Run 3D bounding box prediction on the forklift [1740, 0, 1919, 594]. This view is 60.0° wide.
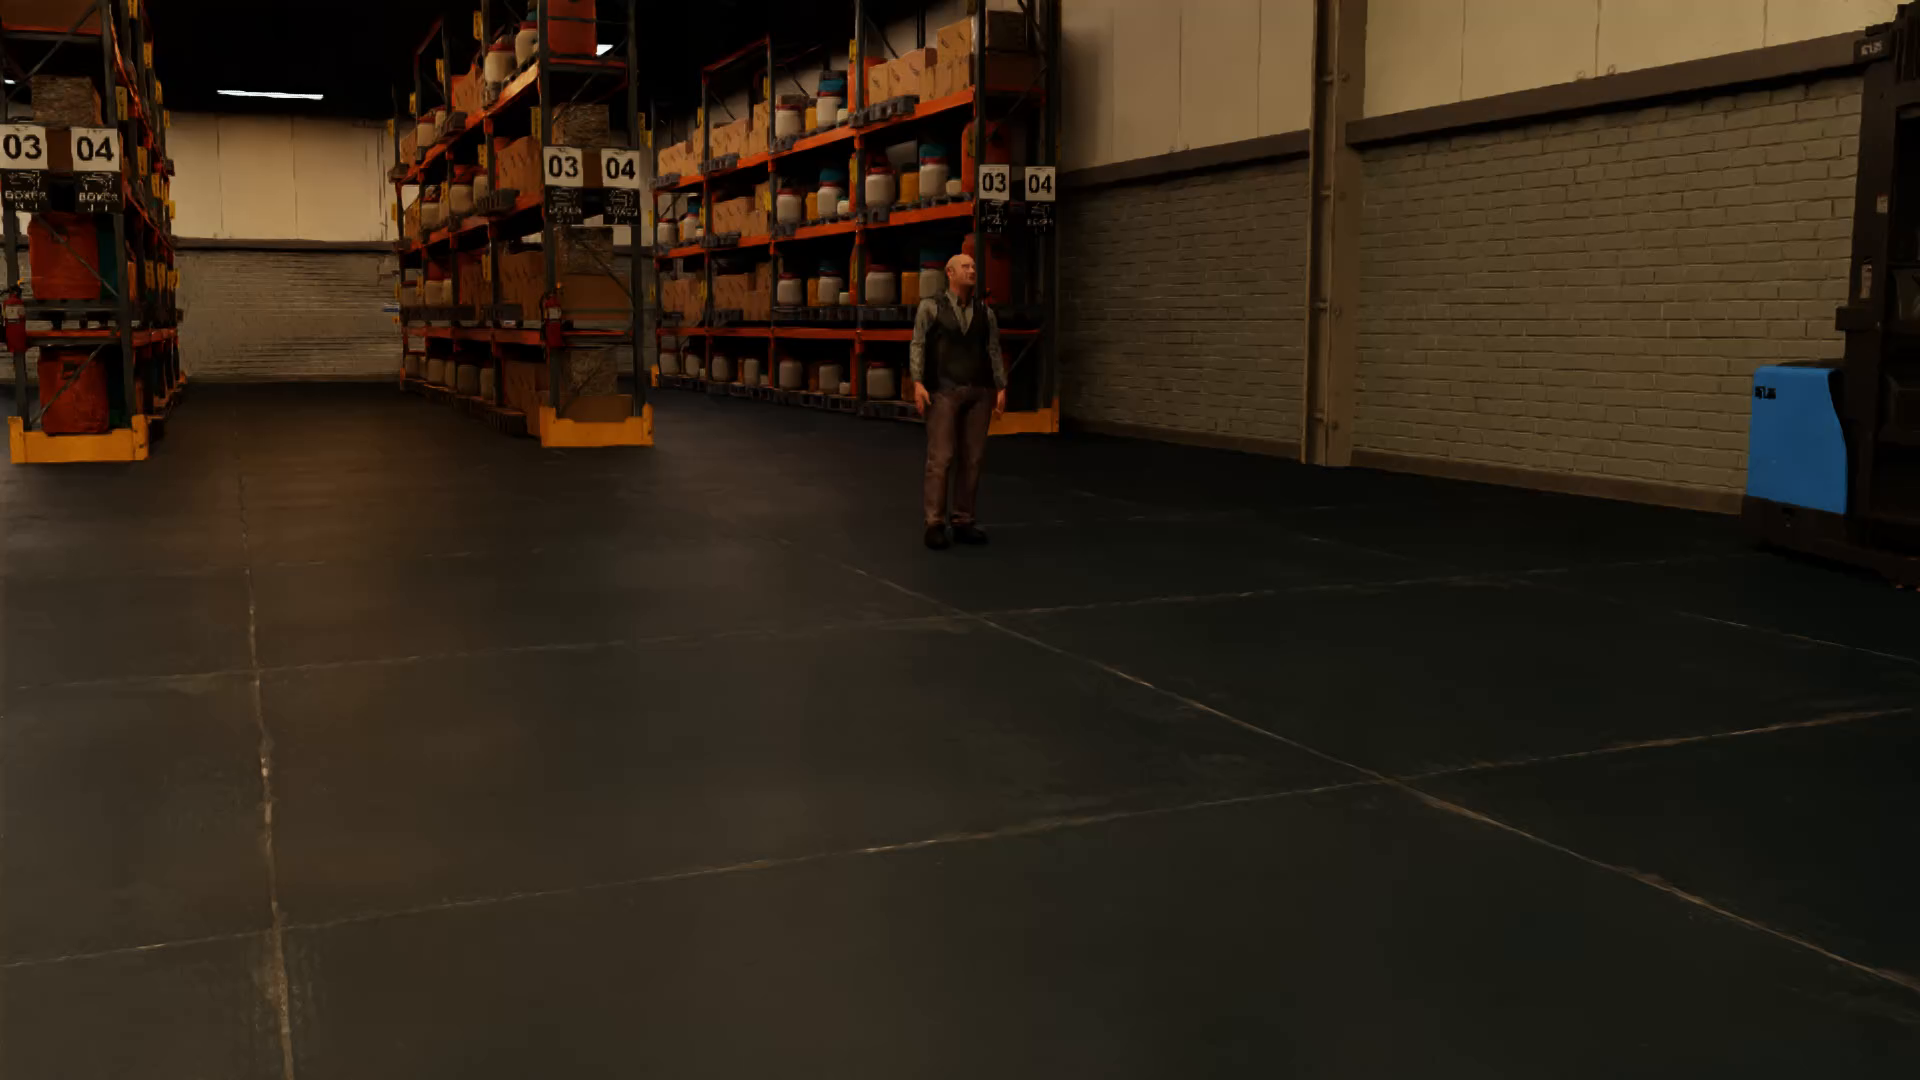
[{"bbox_3d":[5.215,-1.226,8.236,1.130,2.935,3.031,0,8,-4],"label":"forklift"}]

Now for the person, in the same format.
[{"bbox_3d":[0.021,-0.852,9.973,0.632,1.720,0.551,-3,8,-23],"label":"person"}]
